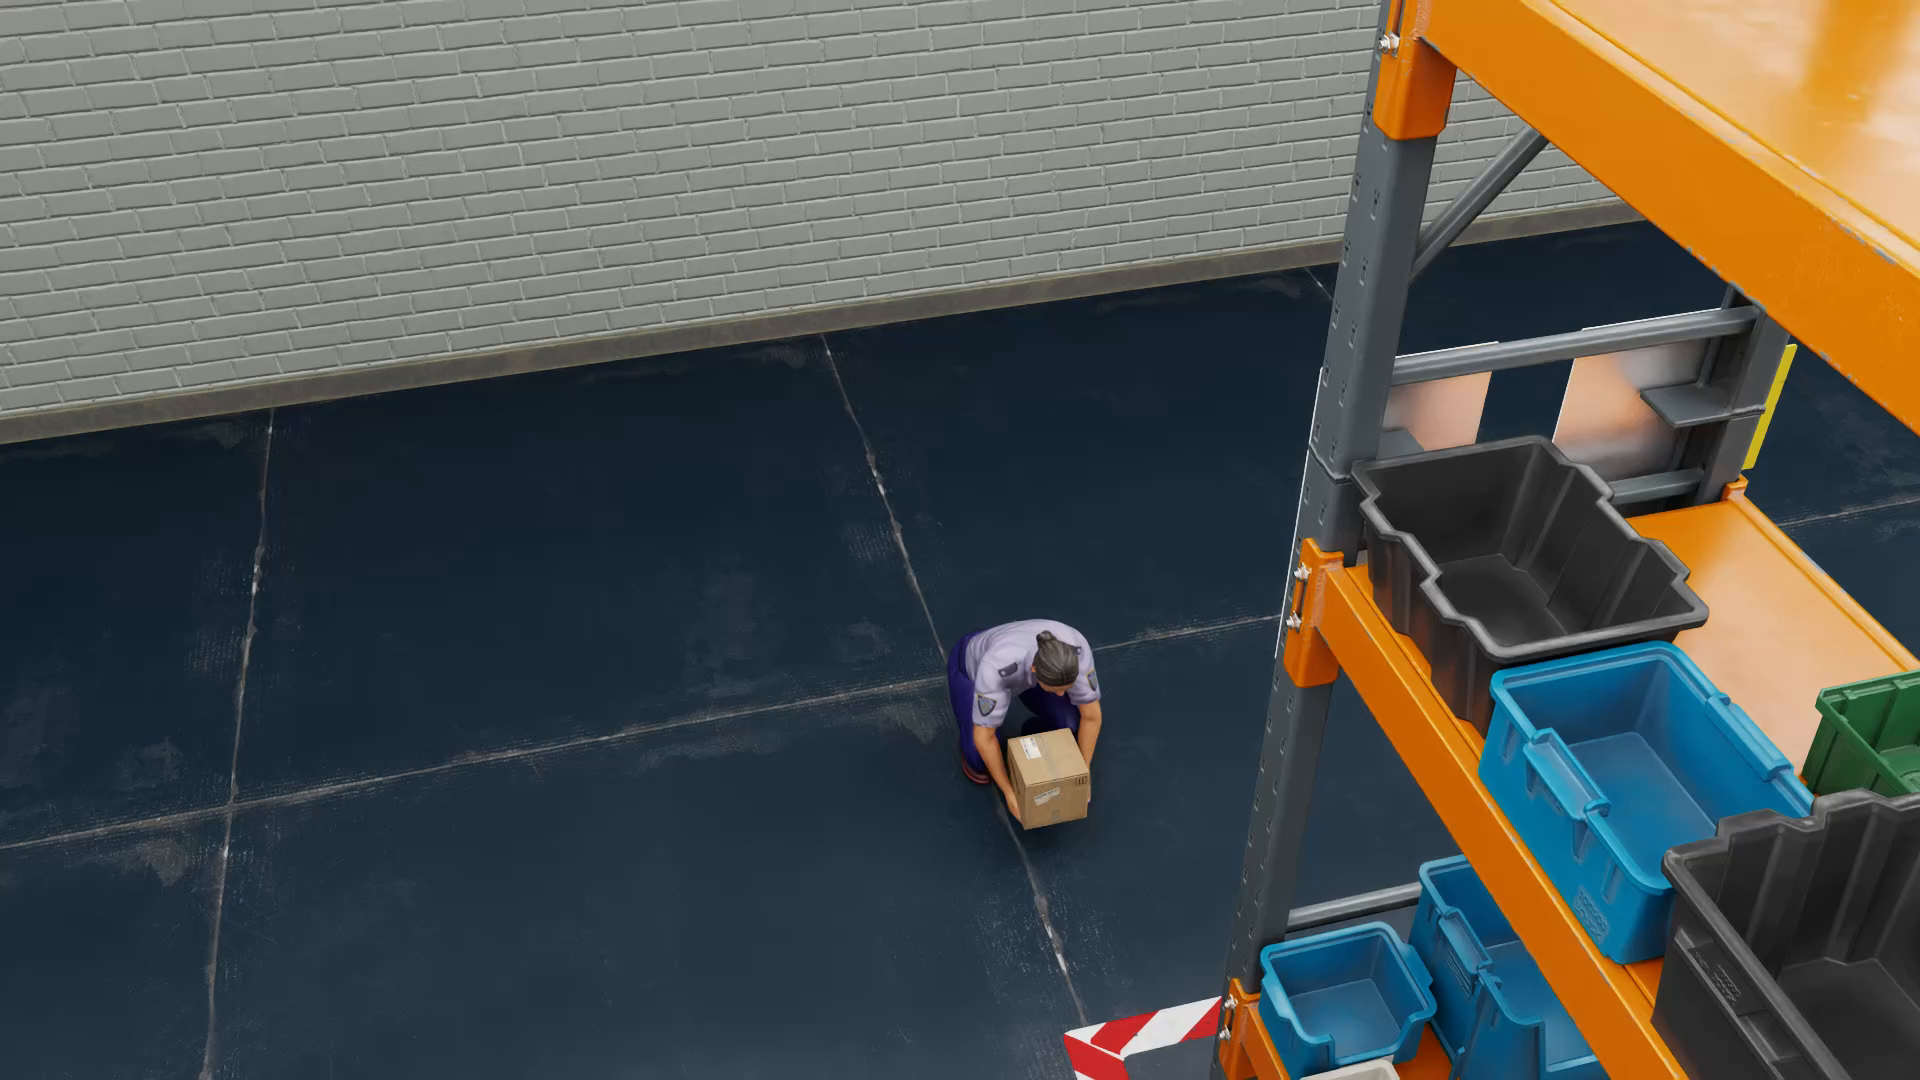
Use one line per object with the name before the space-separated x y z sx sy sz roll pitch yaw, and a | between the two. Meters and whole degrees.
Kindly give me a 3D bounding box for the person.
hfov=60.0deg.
person | 0.248 0.617 6.552 0.536 0.910 0.827 -9 39 -12
